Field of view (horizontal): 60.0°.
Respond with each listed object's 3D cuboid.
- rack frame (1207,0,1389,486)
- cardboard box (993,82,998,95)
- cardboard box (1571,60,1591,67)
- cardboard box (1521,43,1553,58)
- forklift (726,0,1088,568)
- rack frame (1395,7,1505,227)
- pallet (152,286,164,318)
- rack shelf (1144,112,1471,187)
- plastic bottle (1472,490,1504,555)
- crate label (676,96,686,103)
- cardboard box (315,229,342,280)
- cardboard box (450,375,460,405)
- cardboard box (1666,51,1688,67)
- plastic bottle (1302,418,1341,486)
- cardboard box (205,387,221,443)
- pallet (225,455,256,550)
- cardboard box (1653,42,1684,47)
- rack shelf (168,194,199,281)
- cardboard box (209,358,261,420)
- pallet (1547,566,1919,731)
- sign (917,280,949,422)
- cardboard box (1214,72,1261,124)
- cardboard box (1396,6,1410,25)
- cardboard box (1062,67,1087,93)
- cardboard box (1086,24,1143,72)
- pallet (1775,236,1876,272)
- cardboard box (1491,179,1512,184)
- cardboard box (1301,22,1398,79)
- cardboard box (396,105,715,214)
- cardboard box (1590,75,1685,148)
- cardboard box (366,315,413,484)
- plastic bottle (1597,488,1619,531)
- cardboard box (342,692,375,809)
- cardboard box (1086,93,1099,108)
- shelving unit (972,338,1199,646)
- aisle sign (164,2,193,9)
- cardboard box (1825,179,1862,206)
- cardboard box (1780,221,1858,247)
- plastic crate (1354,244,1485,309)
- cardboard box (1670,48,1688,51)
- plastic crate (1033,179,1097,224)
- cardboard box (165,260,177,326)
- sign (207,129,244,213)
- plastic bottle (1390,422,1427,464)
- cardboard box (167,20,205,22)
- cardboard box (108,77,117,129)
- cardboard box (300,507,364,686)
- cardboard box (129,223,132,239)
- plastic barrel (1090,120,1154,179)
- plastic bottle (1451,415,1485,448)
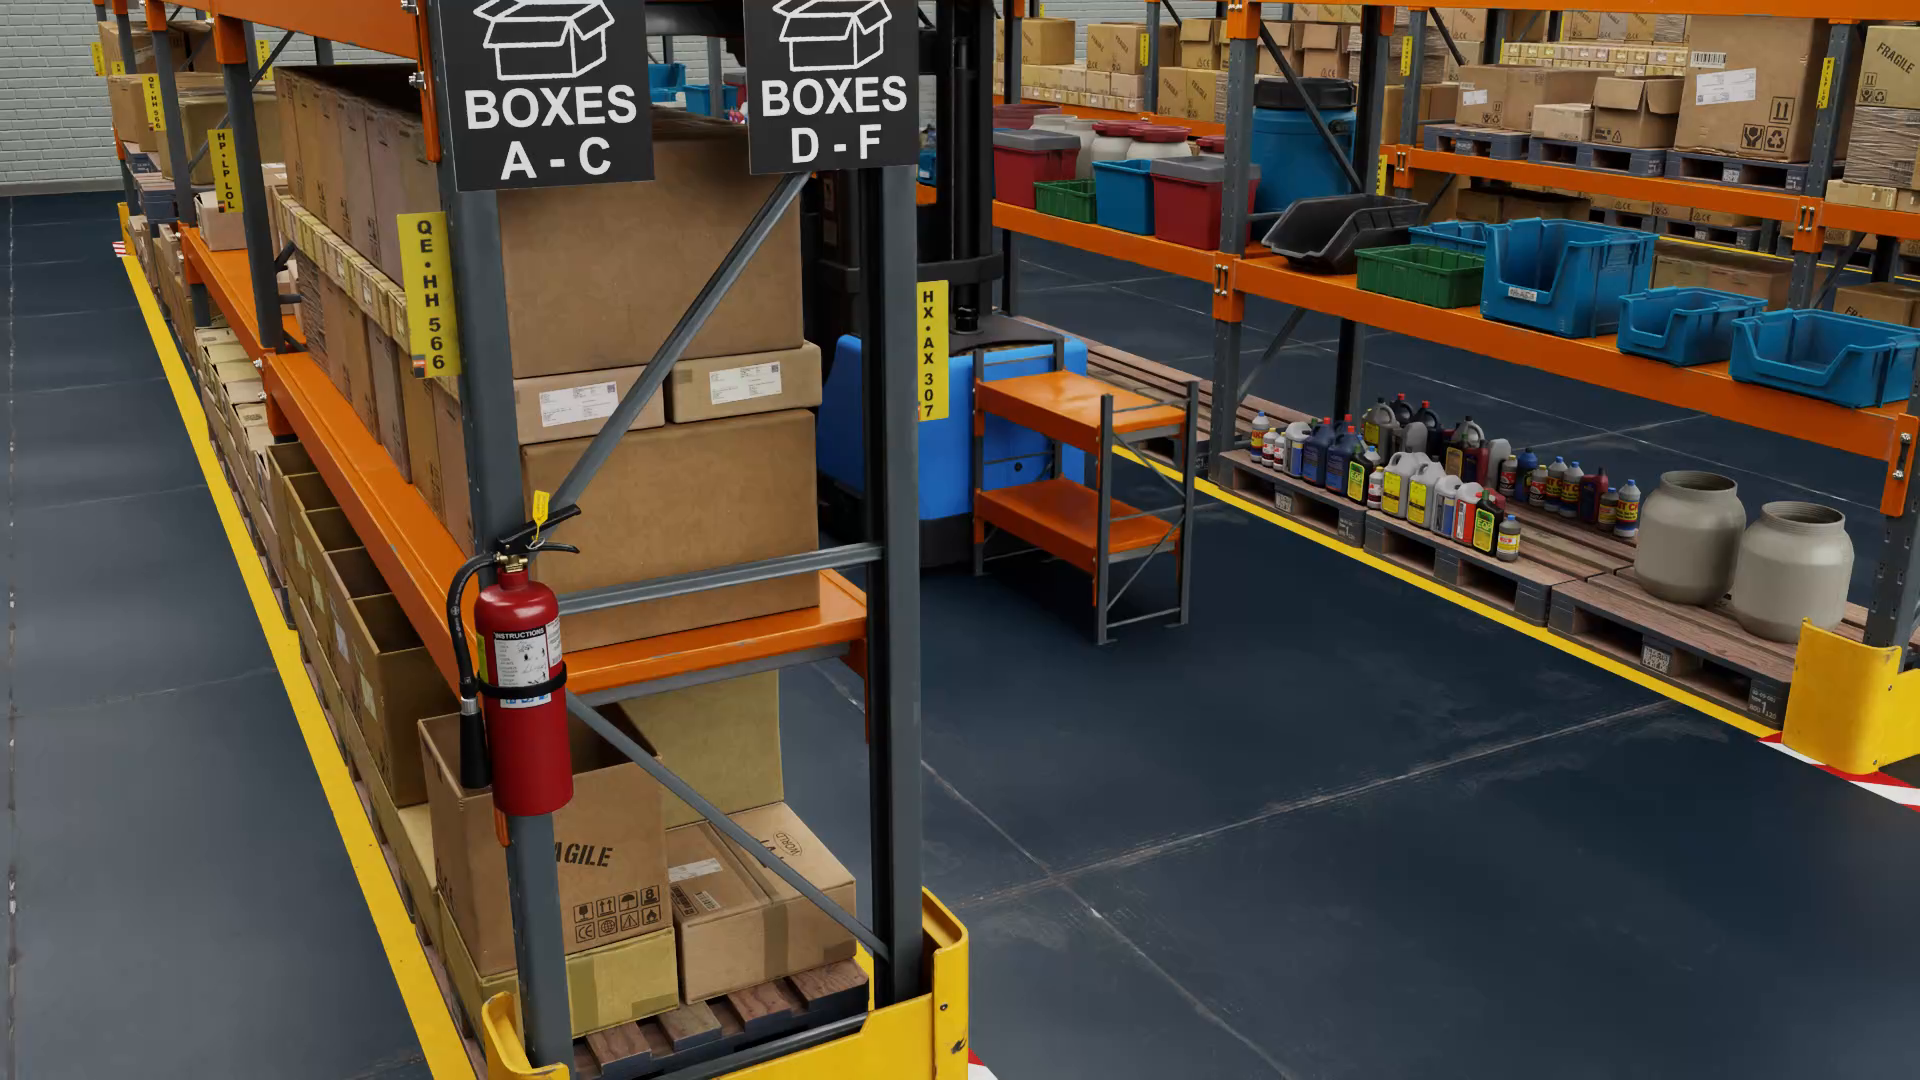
[{"bbox_3d":[1.898,-1.819,9.304,1.000,3.000,0.127,-10,21,-27],"label":"rack frame"},{"bbox_3d":[0.560,-5.686,20.895,0.380,0.149,0.250,-10,22,-27],"label":"cardboard box"},{"bbox_3d":[7.156,-5.358,18.846,0.380,0.149,0.250,-9,21,-24],"label":"cardboard box"},{"bbox_3d":[6.792,-5.719,19.437,0.380,0.149,0.250,-9,21,-25],"label":"cardboard box"},{"bbox_3d":[-0.550,-1.679,9.005,1.130,2.935,3.031,-11,22,-30],"label":"forklift"},{"bbox_3d":[4.358,-3.734,14.855,1.000,3.000,0.127,-10,21,-27],"label":"rack frame"},{"bbox_3d":[-6.587,-2.228,14.765,1.003,0.211,1.213,-10,21,-27],"label":"pallet"},{"bbox_3d":[3.408,-3.968,16.636,1.077,0.370,4.000,-10,21,-27],"label":"rack shelf"},{"bbox_3d":[2.468,-0.084,7.767,0.061,0.283,0.133,-9,21,-25],"label":"plastic bottle"},{"bbox_3d":[-2.975,-4.800,18.254,0.396,0.136,0.243,-10,21,-27],"label":"crate label"},{"bbox_3d":[-2.019,-1.006,5.801,0.380,0.149,0.250,-11,22,-28],"label":"cardboard box"},{"bbox_3d":[-1.038,-0.413,4.083,0.380,0.149,0.250,-9,21,-25],"label":"cardboard box"},{"bbox_3d":[7.763,-5.128,17.723,0.380,0.149,0.250,-9,21,-25],"label":"cardboard box"},{"bbox_3d":[1.917,-0.478,8.806,0.144,0.351,0.185,-9,21,-25],"label":"plastic bottle"},{"bbox_3d":[-4.132,-0.760,9.806,0.500,0.250,0.500,-11,22,-28],"label":"cardboard box"},{"bbox_3d":[-3.430,-0.291,9.150,1.003,0.211,1.213,-10,21,-27],"label":"pallet"},{"bbox_3d":[10.234,-6.847,23.723,0.500,0.500,0.500,-10,22,-27],"label":"cardboard box"},{"bbox_3d":[-5.312,-2.435,12.192,1.077,0.370,4.000,-10,21,-27],"label":"rack shelf"},{"bbox_3d":[-3.875,-0.873,9.273,0.500,0.311,0.500,-11,22,-28],"label":"cardboard box"},{"bbox_3d":[3.339,0.399,7.151,1.003,0.211,1.213,-10,21,-27],"label":"pallet"},{"bbox_3d":[-0.072,-0.435,3.845,0.100,0.325,0.005,-10,21,-27],"label":"sign"},{"bbox_3d":[2.934,-4.471,16.837,0.500,0.500,0.500,-11,22,-28],"label":"cardboard box"},{"bbox_3d":[5.930,-6.672,21.226,0.500,0.500,0.500,-9,21,-25],"label":"cardboard box"},{"bbox_3d":[1.527,-5.333,19.262,0.500,0.250,0.500,-10,21,-26],"label":"cardboard box"},{"bbox_3d":[1.771,-5.542,18.717,0.500,0.500,0.500,-10,21,-26],"label":"cardboard box"},{"bbox_3d":[9.079,-2.917,16.762,1.003,0.211,1.213,-10,21,-27],"label":"pallet"},{"bbox_3d":[6.981,-4.627,21.168,0.380,0.149,0.250,-11,22,-29],"label":"cardboard box"},{"bbox_3d":[3.718,-4.656,15.834,0.797,0.503,0.637,-9,21,-25],"label":"cardboard box"},{"bbox_3d":[-1.053,-0.866,4.401,0.700,0.500,0.500,-11,22,-28],"label":"cardboard box"},{"bbox_3d":[5.353,-3.317,12.842,0.797,0.503,0.637,-8,20,-21],"label":"cardboard box"},{"bbox_3d":[-1.511,-0.532,5.420,0.700,0.500,0.500,-9,21,-25],"label":"cardboard box"},{"bbox_3d":[3.162,-0.154,8.095,0.097,0.201,0.097,0,19,0],"label":"plastic bottle"},{"bbox_3d":[-1.801,0.660,5.691,0.500,0.250,0.500,-10,21,-27],"label":"cardboard box"},{"bbox_3d":[1.659,-5.022,18.971,0.380,0.149,0.250,-10,21,-26],"label":"cardboard box"},{"bbox_3d":[0.545,-0.254,7.643,0.538,1.125,1.048,-11,22,-30],"label":"shelving unit"},{"bbox_3d":[-7.924,-5.793,16.836,0.394,0.787,0.004,-10,21,-27],"label":"aisle sign"},{"bbox_3d":[6.095,-2.359,11.254,0.380,0.149,0.250,-10,21,-27],"label":"cardboard box"},{"bbox_3d":[8.981,-3.420,16.748,1.050,0.750,0.750,-10,22,-27],"label":"cardboard box"},{"bbox_3d":[2.295,-1.285,8.082,0.450,0.188,0.662,-10,21,-27],"label":"plastic crate"},{"bbox_3d":[8.097,-5.374,18.437,0.380,0.149,0.250,-9,21,-25],"label":"cardboard box"},{"bbox_3d":[0.823,-2.175,10.660,0.450,0.188,0.662,-10,21,-27],"label":"plastic crate"},{"bbox_3d":[-5.752,-1.903,12.705,0.500,0.500,0.500,-10,21,-26],"label":"cardboard box"},{"bbox_3d":[-2.935,-1.476,6.656,0.100,0.325,0.005,-10,21,-27],"label":"sign"},{"bbox_3d":[2.431,-0.514,9.023,0.152,0.276,0.135,-10,21,-27],"label":"plastic bottle"},{"bbox_3d":[-7.708,-4.932,16.640,0.500,0.500,0.500,-10,22,-27],"label":"cardboard box"},{"bbox_3d":[-7.933,-4.229,16.136,0.500,0.500,0.500,-10,22,-27],"label":"cardboard box"},{"bbox_3d":[-2.043,0.163,5.983,0.500,0.500,0.500,-10,21,-27],"label":"cardboard box"},{"bbox_3d":[-8.146,-3.121,16.746,0.380,0.166,0.250,-10,21,-27],"label":"cardboard box"},{"bbox_3d":[1.083,-2.526,11.146,0.433,0.535,0.433,0,19,0],"label":"plastic barrel"},{"bbox_3d":[2.702,-0.486,8.829,0.144,0.351,0.185,-10,21,-27],"label":"plastic bottle"}]
